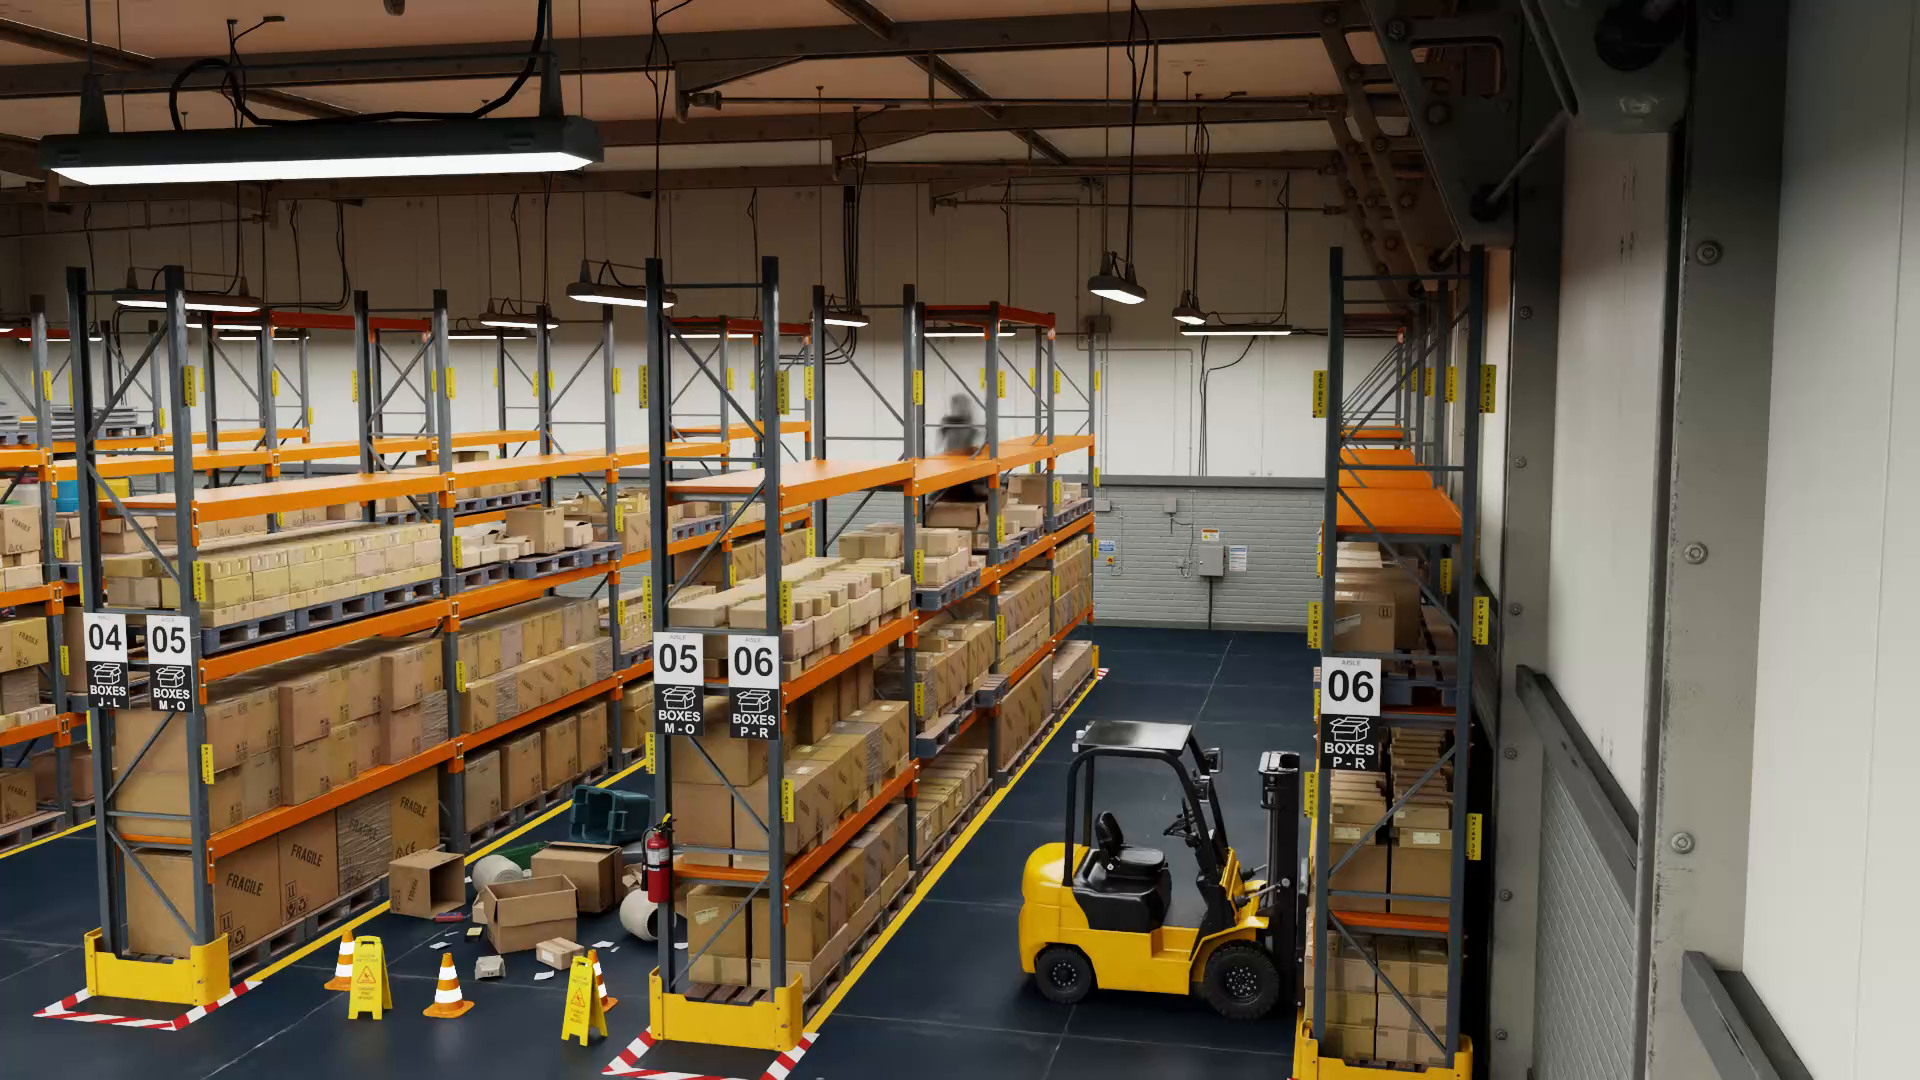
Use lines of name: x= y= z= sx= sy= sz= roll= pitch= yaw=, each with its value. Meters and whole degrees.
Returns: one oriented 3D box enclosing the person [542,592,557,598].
person: x=-6.449 y=1.669 z=26.360 sx=0.584 sy=1.754 sz=0.769 roll=1 pitch=6 yaw=10
